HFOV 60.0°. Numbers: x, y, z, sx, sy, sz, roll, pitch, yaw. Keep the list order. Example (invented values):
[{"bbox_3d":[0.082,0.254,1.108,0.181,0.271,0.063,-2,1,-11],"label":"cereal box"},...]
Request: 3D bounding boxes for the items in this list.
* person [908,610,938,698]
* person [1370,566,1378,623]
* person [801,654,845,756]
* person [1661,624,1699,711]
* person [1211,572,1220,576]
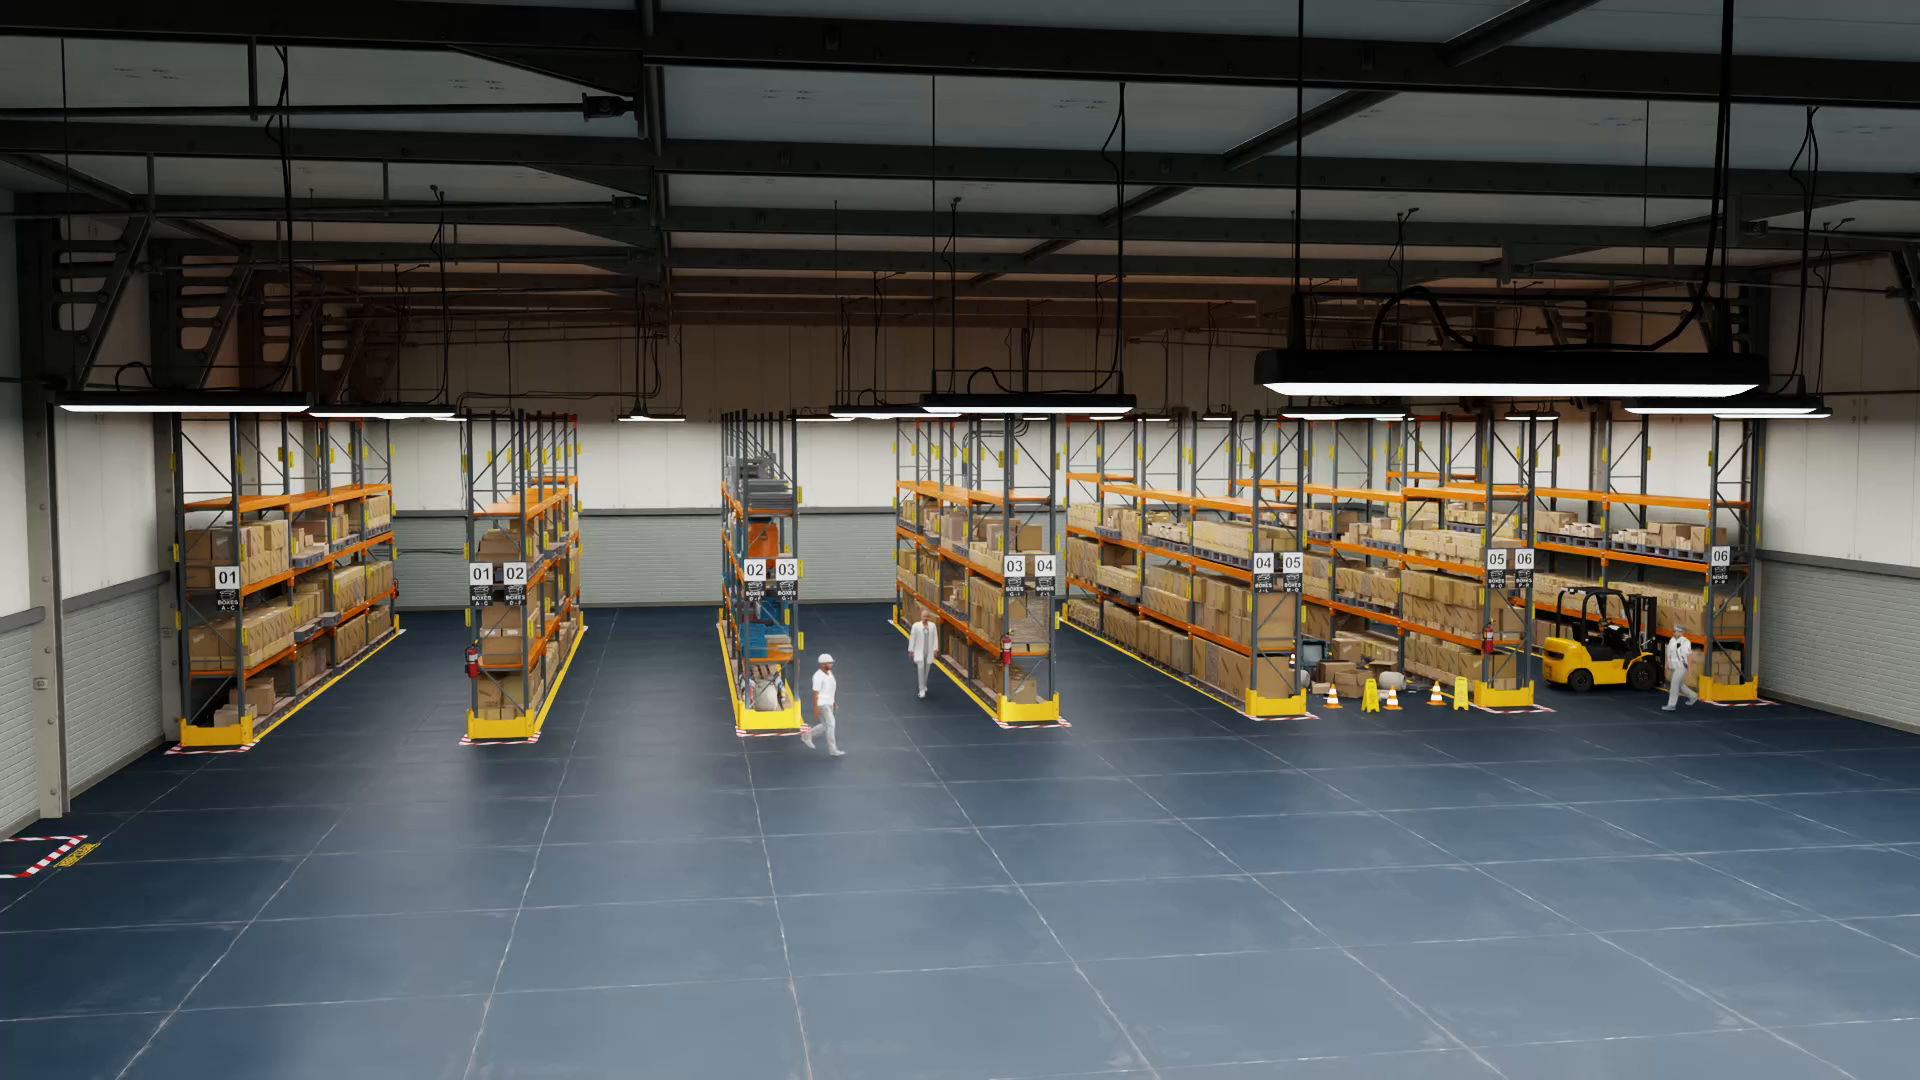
[{"bbox_3d":[-0.757,2.391,35.237,0.617,1.795,0.857,-2,4,-22],"label":"person"},{"bbox_3d":[11.812,1.555,47.727,0.451,1.661,0.467,3,5,37],"label":"person"},{"bbox_3d":[-2.363,2.840,28.833,0.908,1.741,0.630,1,4,19],"label":"person"},{"bbox_3d":[14.395,2.526,33.268,0.927,1.729,0.564,-1,4,-17],"label":"person"},{"bbox_3d":[6.978,1.718,45.393,0.413,1.682,0.523,4,5,42],"label":"person"}]
